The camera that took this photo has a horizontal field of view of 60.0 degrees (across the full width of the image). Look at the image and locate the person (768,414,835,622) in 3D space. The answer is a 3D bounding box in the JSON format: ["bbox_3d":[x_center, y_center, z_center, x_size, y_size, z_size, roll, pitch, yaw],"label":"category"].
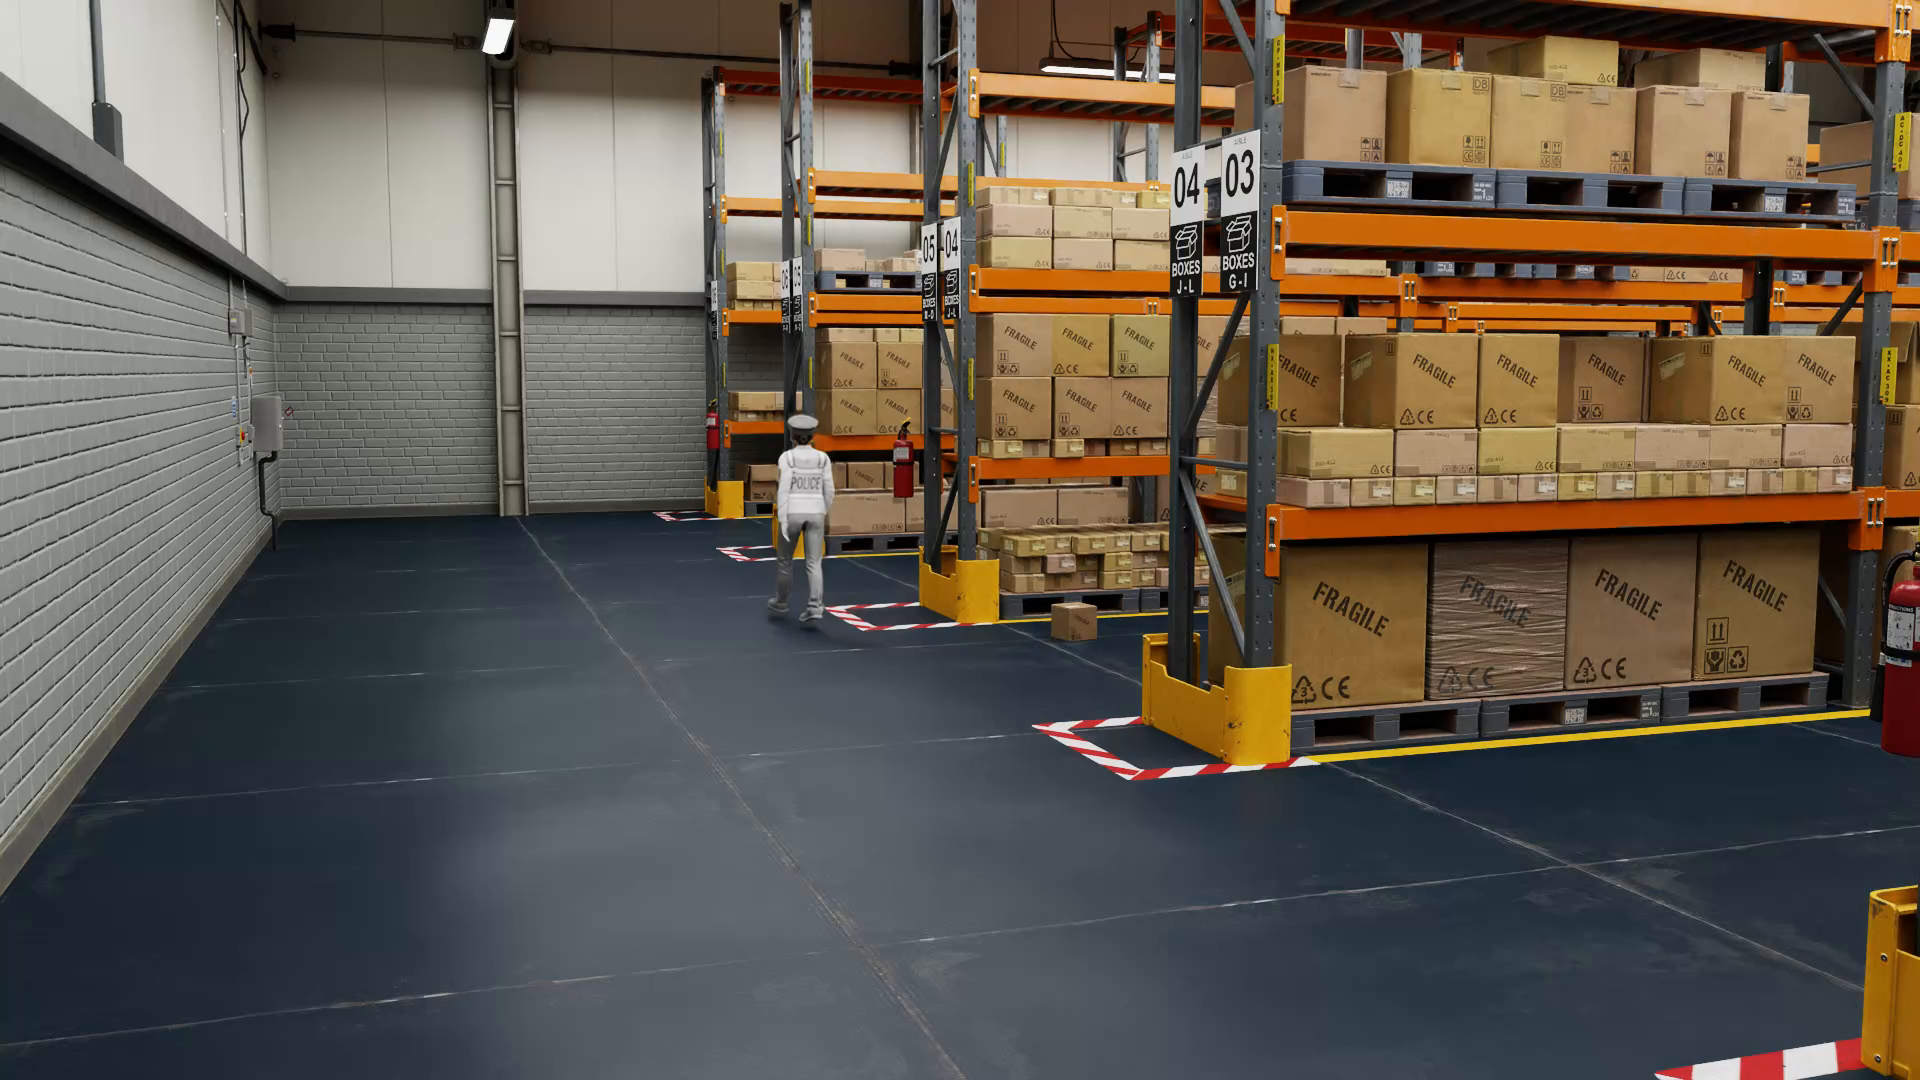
[{"bbox_3d":[-1.233,-0.190,13.230,0.489,1.616,1.040,-2,6,-15],"label":"person"}]
